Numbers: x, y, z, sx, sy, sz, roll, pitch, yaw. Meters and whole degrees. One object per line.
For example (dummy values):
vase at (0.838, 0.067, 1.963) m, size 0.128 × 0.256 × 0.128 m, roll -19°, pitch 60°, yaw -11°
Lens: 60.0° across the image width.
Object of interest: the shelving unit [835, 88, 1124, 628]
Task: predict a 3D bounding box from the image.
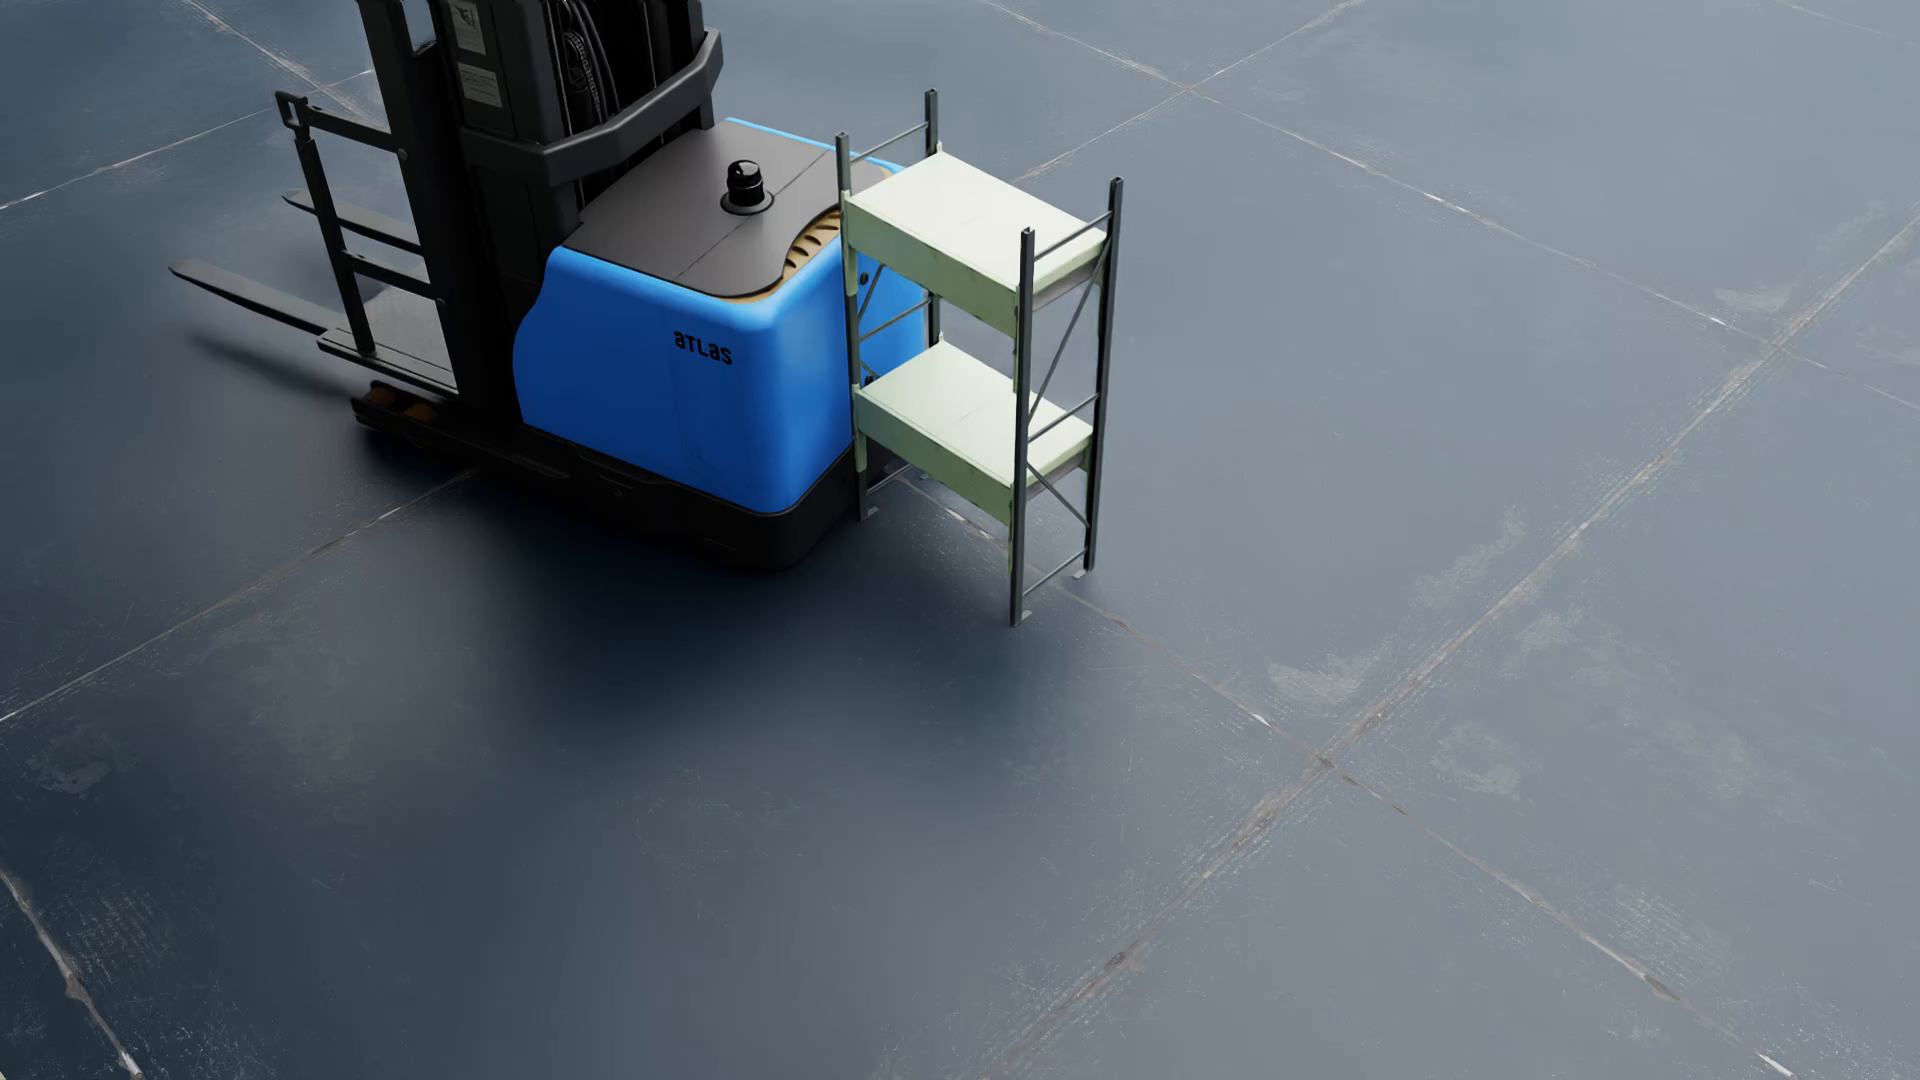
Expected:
shelving unit at (0.048, -0.539, 5.228) m, size 0.755 × 1.500 × 0.431 m, roll 34°, pitch 52°, yaw 31°

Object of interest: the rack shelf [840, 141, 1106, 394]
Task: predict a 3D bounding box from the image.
rack shelf at (0.048, -0.825, 4.963) m, size 0.720 × 0.370 × 0.431 m, roll 34°, pitch 52°, yaw 31°

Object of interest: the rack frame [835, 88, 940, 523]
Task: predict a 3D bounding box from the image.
rack frame at (-0.214, -0.712, 5.416) m, size 0.023 × 1.500 × 0.400 m, roll 34°, pitch 52°, yaw 31°

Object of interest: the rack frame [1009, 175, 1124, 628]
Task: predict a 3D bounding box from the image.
rack frame at (0.309, -0.365, 5.040) m, size 0.023 × 1.500 × 0.400 m, roll 34°, pitch 52°, yaw 31°

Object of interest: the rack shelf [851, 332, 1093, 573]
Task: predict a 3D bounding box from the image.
rack shelf at (0.048, -0.299, 5.449) m, size 0.720 × 0.370 × 0.431 m, roll 34°, pitch 52°, yaw 31°

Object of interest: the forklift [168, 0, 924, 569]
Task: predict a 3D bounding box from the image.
forklift at (-1.657, -1.704, 5.434) m, size 3.031 × 2.935 × 1.130 m, roll 20°, pitch 46°, yaw 21°
